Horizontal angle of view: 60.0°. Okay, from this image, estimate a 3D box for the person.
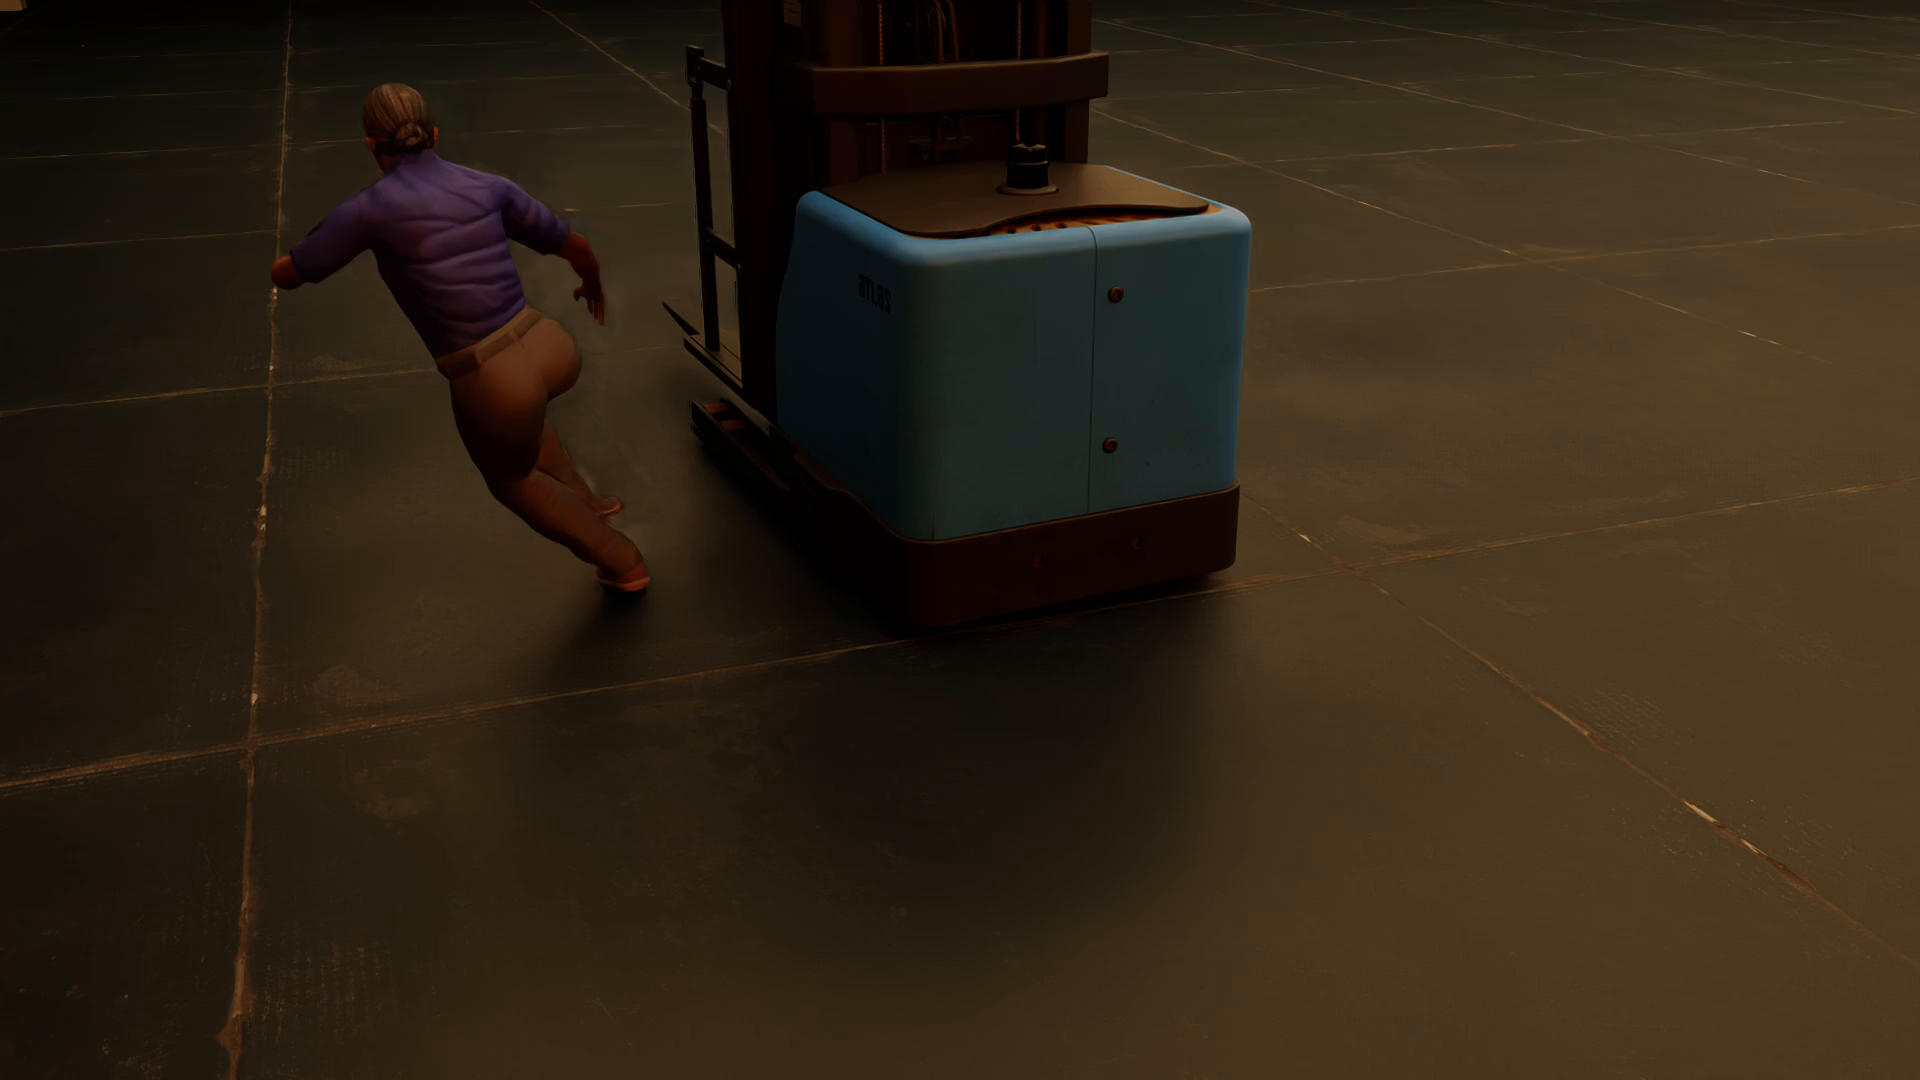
[{"bbox_3d":[-1.306,-0.502,4.453,0.844,1.429,0.883,17,28,35],"label":"person"}]

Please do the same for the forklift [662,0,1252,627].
[{"bbox_3d":[-0.288,-1.661,5.248,1.130,2.935,3.031,-10,25,-23],"label":"forklift"}]
